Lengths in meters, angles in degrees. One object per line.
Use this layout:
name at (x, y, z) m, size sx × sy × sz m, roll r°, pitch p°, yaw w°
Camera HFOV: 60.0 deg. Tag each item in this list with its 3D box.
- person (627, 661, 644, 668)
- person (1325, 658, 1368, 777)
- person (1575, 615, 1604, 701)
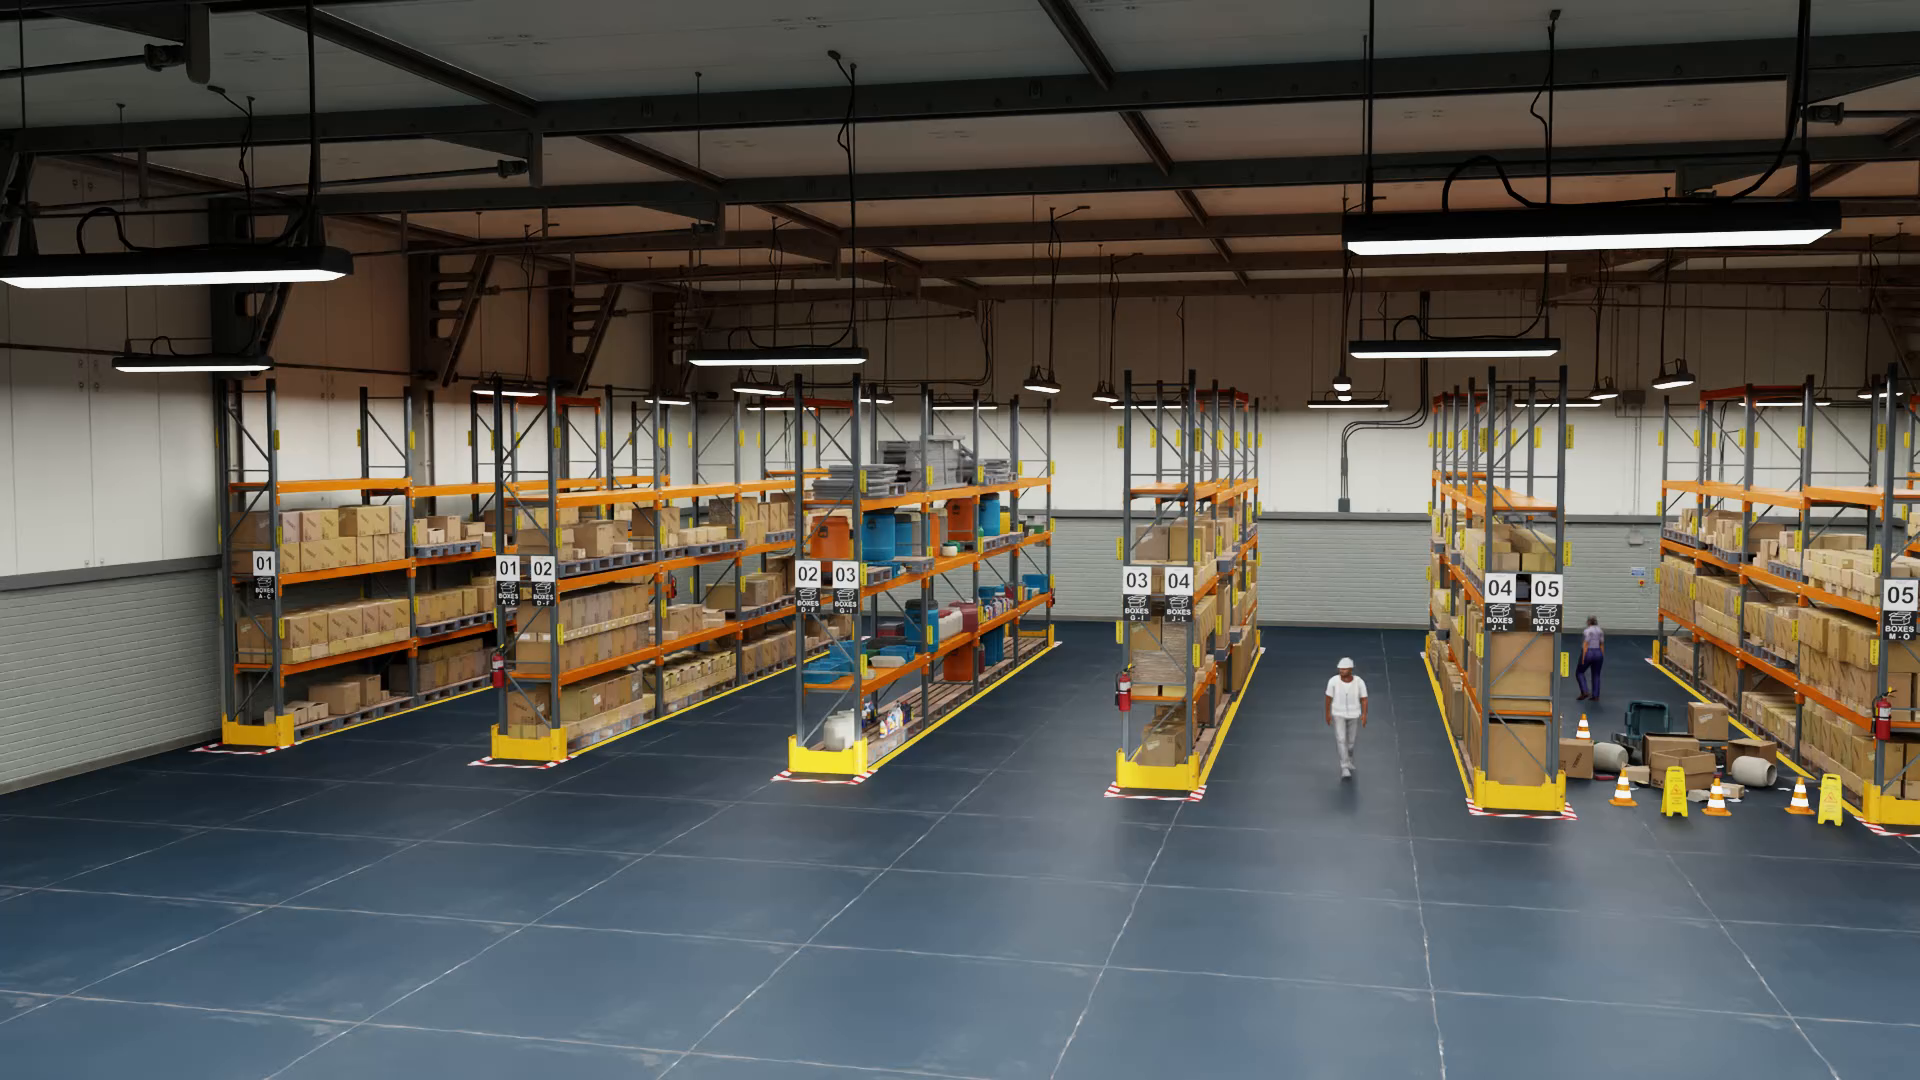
person at (-7.143, 1.925, 36.497) m, size 0.560 × 1.760 × 0.539 m, roll 2°, pitch 4°, yaw 30°
person at (5.778, 2.622, 24.806) m, size 0.599 × 1.719 × 0.968 m, roll 0°, pitch 3°, yaw 6°
person at (12.119, 2.276, 31.925) m, size 0.513 × 1.673 × 0.424 m, roll -1°, pitch 3°, yaw -9°
